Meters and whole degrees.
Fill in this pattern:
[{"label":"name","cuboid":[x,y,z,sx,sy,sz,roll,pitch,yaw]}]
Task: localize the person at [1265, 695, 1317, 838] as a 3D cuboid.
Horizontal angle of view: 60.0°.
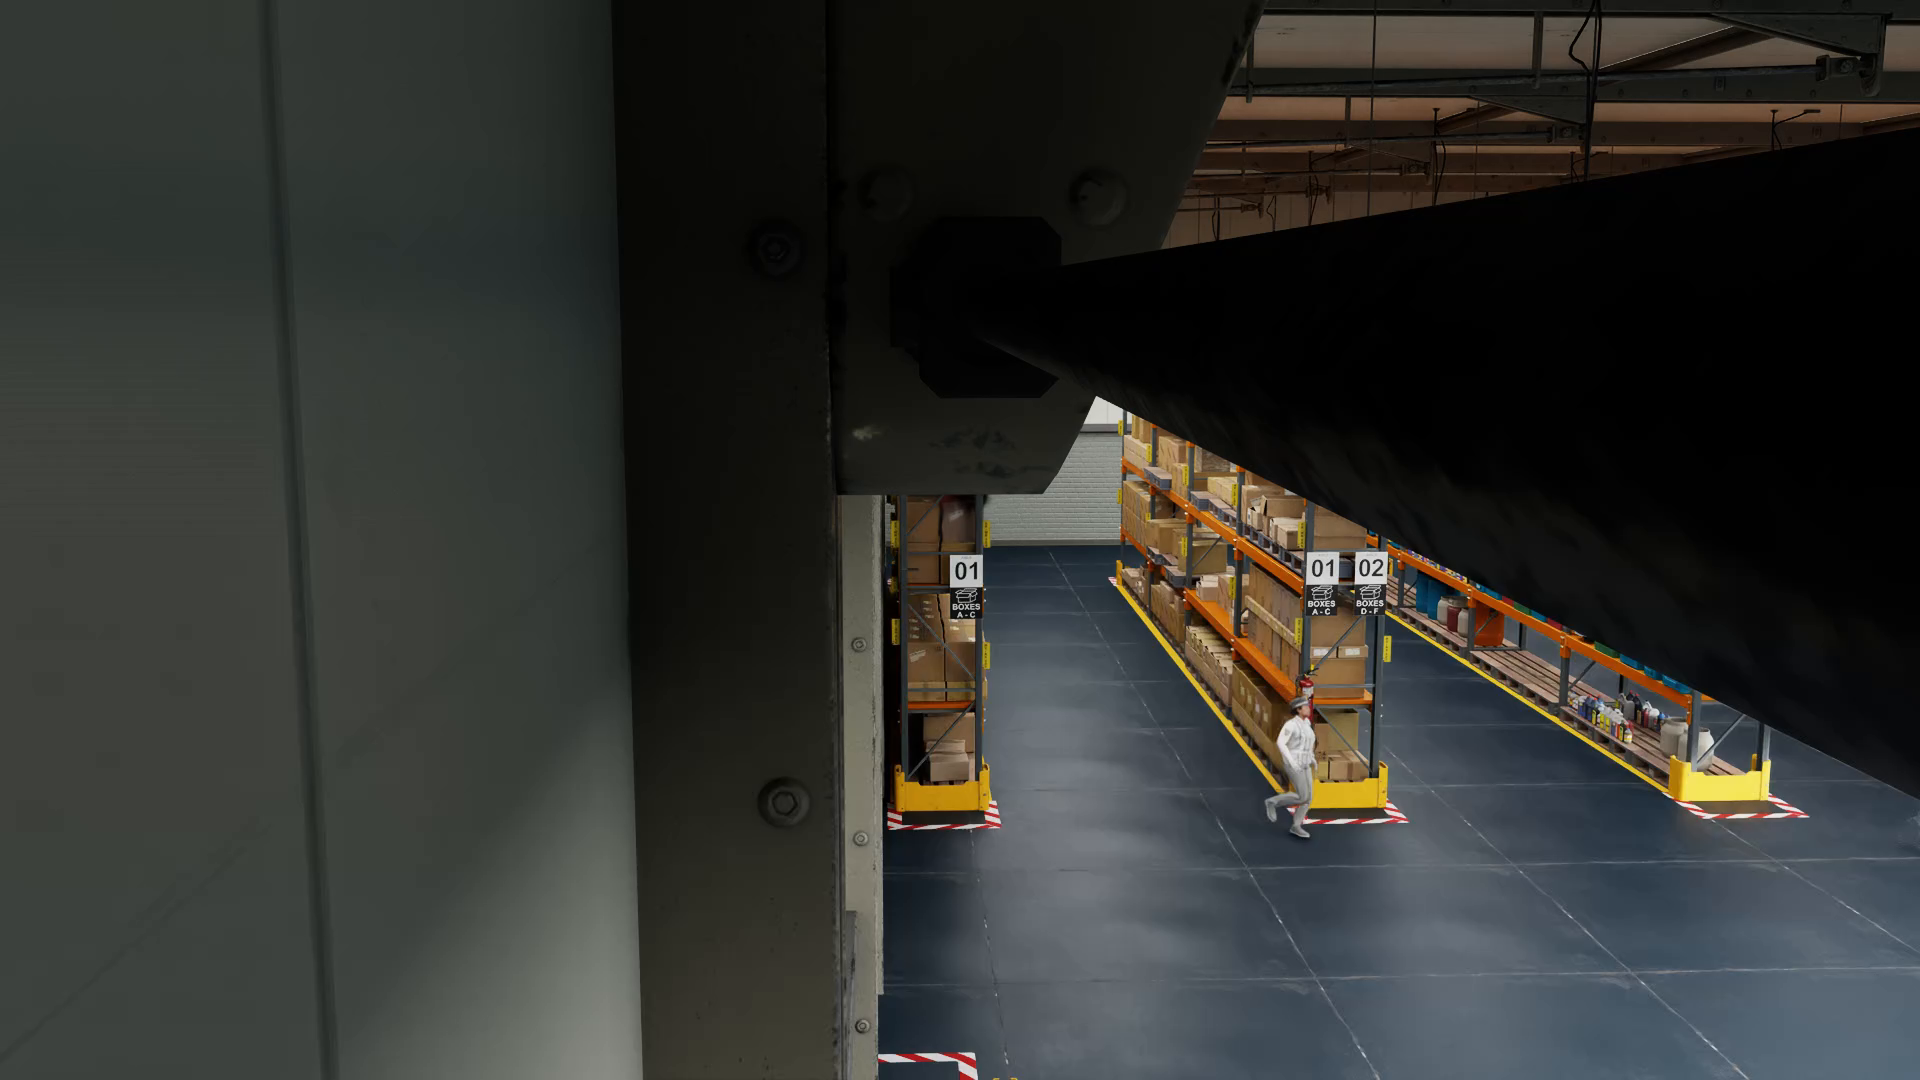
[{"label":"person","cuboid":[4.004,2.638,19.704,0.604,1.622,0.659,7,11,39]}]
